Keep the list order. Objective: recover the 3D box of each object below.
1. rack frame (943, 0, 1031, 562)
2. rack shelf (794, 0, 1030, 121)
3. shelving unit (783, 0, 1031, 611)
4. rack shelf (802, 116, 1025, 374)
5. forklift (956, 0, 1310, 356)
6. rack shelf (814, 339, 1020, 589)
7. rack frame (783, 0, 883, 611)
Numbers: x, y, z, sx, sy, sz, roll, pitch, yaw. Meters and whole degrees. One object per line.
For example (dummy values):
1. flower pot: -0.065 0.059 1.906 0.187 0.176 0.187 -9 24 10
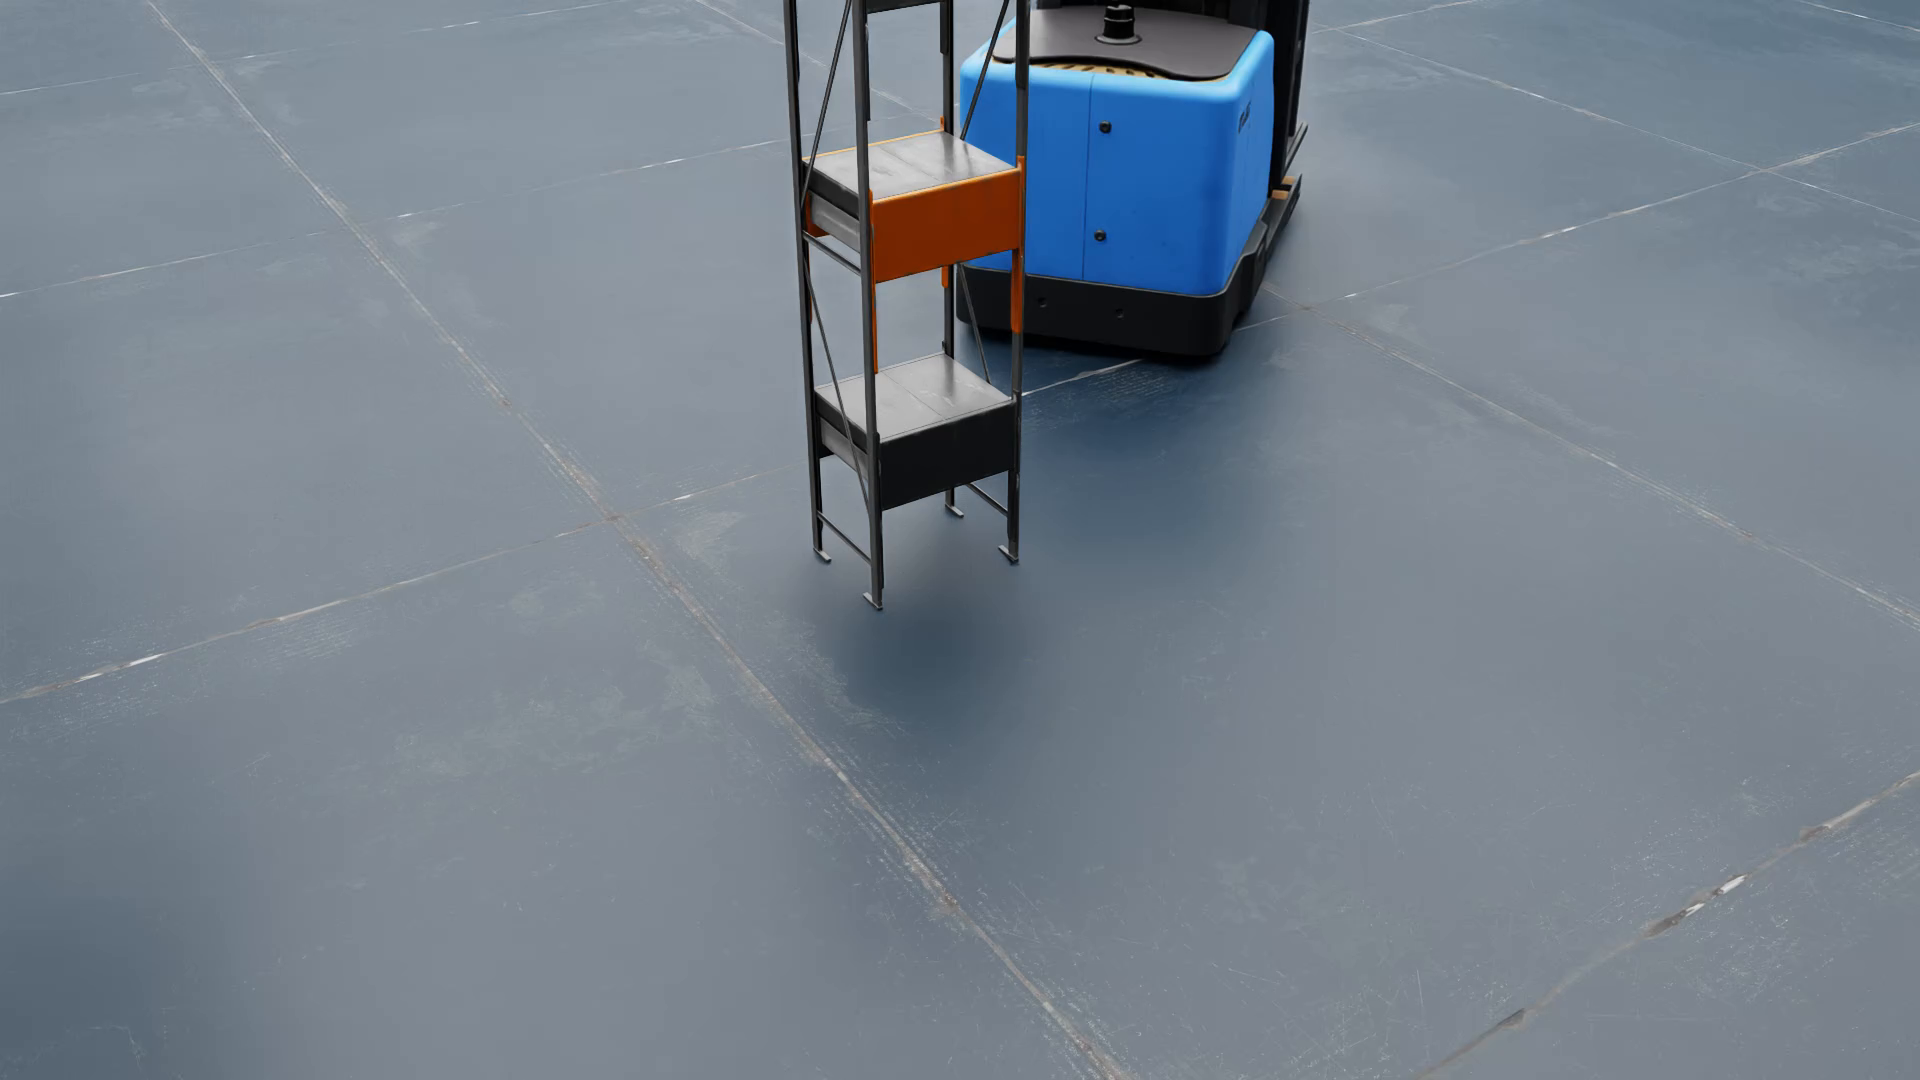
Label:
1. rack frame: 0.066 -0.911 4.726 0.015 2.100 0.400 -19 37 -27
2. rack shelf: -0.139 -1.421 4.248 0.480 0.518 0.431 -19 37 -27
3. shelving unit: -0.139 -0.840 4.614 0.503 2.100 0.431 -19 37 -27
4. rack shelf: -0.139 -0.829 4.621 0.480 0.518 0.431 -19 37 -27
5. forklift: 0.931 -2.703 6.788 1.130 2.935 3.031 10 34 15
6. rack shelf: -0.139 -0.237 4.995 0.480 0.518 0.431 -19 37 -27
7. rack frame: -0.344 -0.770 4.502 0.015 2.100 0.400 -19 37 -27
